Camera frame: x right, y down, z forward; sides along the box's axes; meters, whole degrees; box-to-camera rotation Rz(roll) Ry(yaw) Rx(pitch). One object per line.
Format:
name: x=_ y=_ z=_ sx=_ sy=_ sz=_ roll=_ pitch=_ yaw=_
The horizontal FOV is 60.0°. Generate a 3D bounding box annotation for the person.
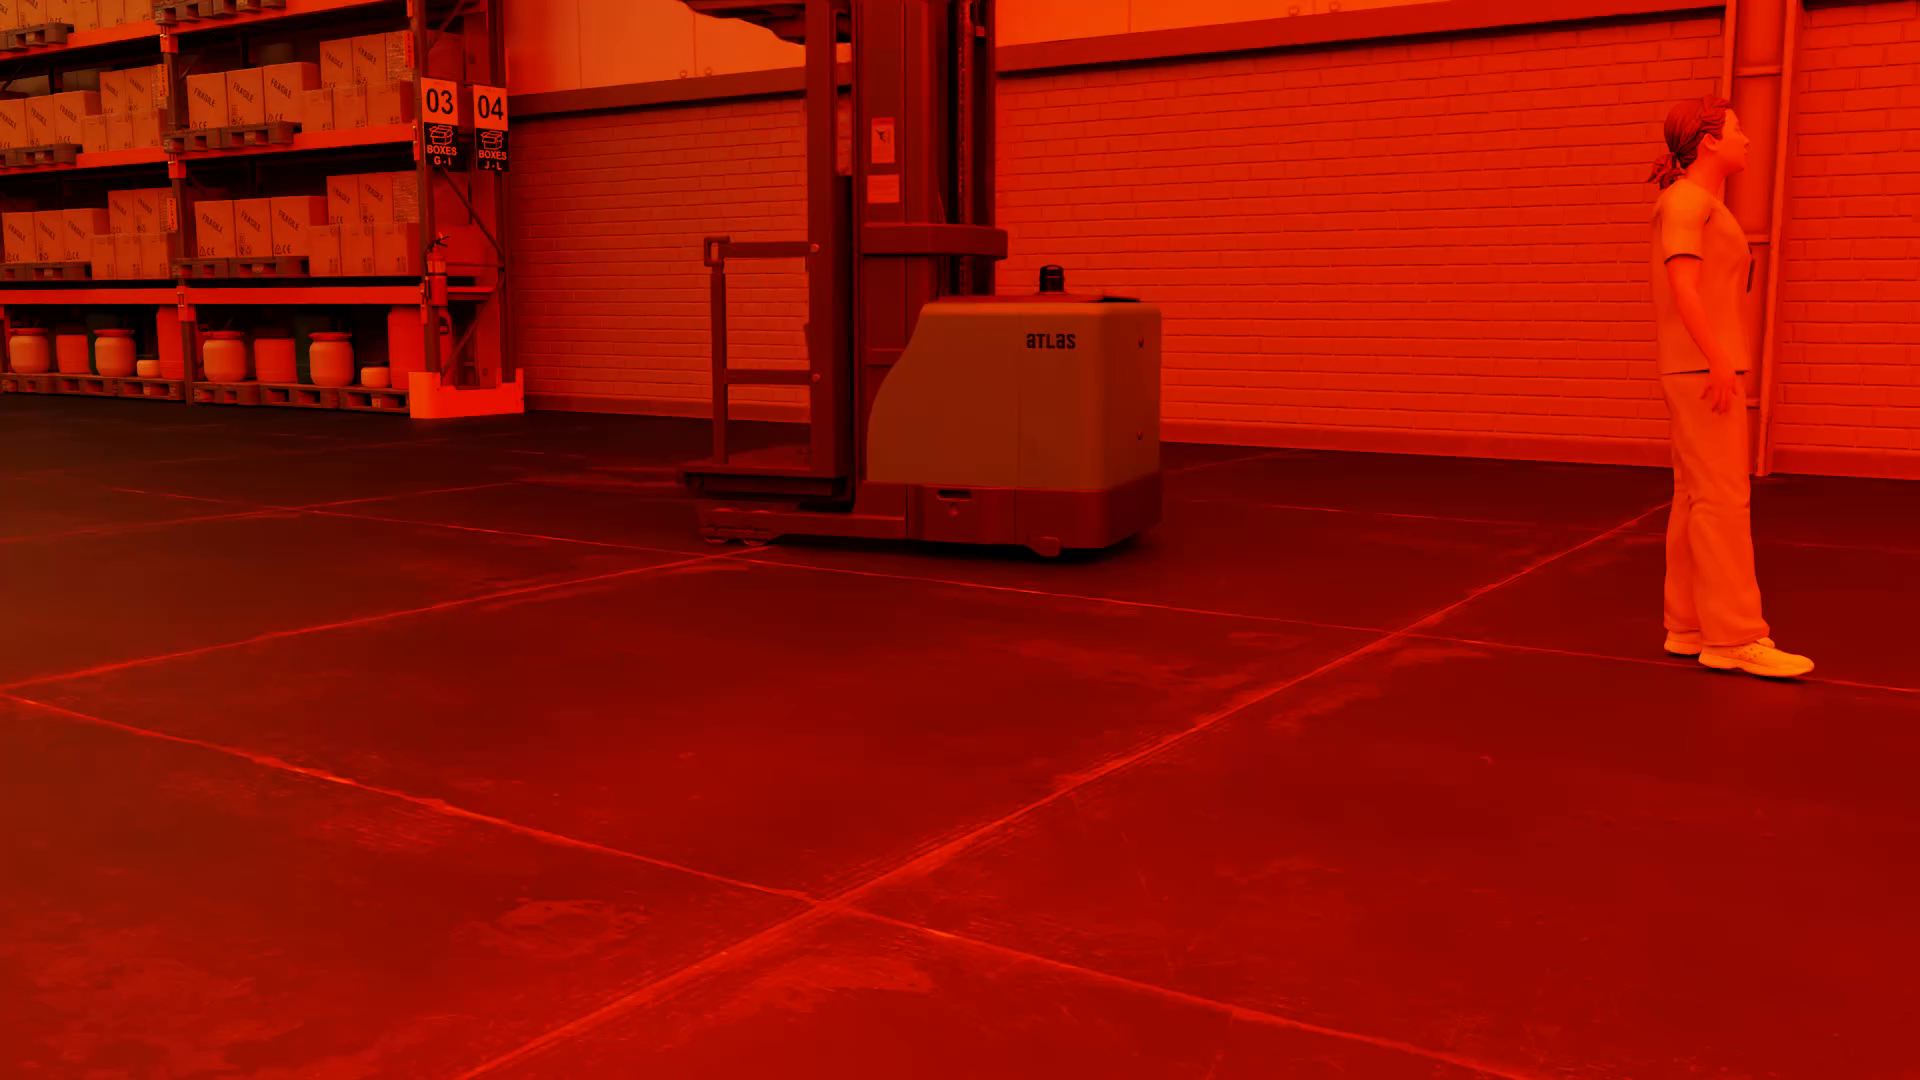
person: x=2.293 y=-0.476 z=4.948 sx=0.550 sy=1.676 sz=0.549 roll=4 pitch=9 yaw=27

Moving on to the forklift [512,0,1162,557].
forklift: x=-0.640 y=-1.485 z=7.634 sx=3.031 sy=2.935 sz=1.130 roll=3 pitch=9 yaw=21
